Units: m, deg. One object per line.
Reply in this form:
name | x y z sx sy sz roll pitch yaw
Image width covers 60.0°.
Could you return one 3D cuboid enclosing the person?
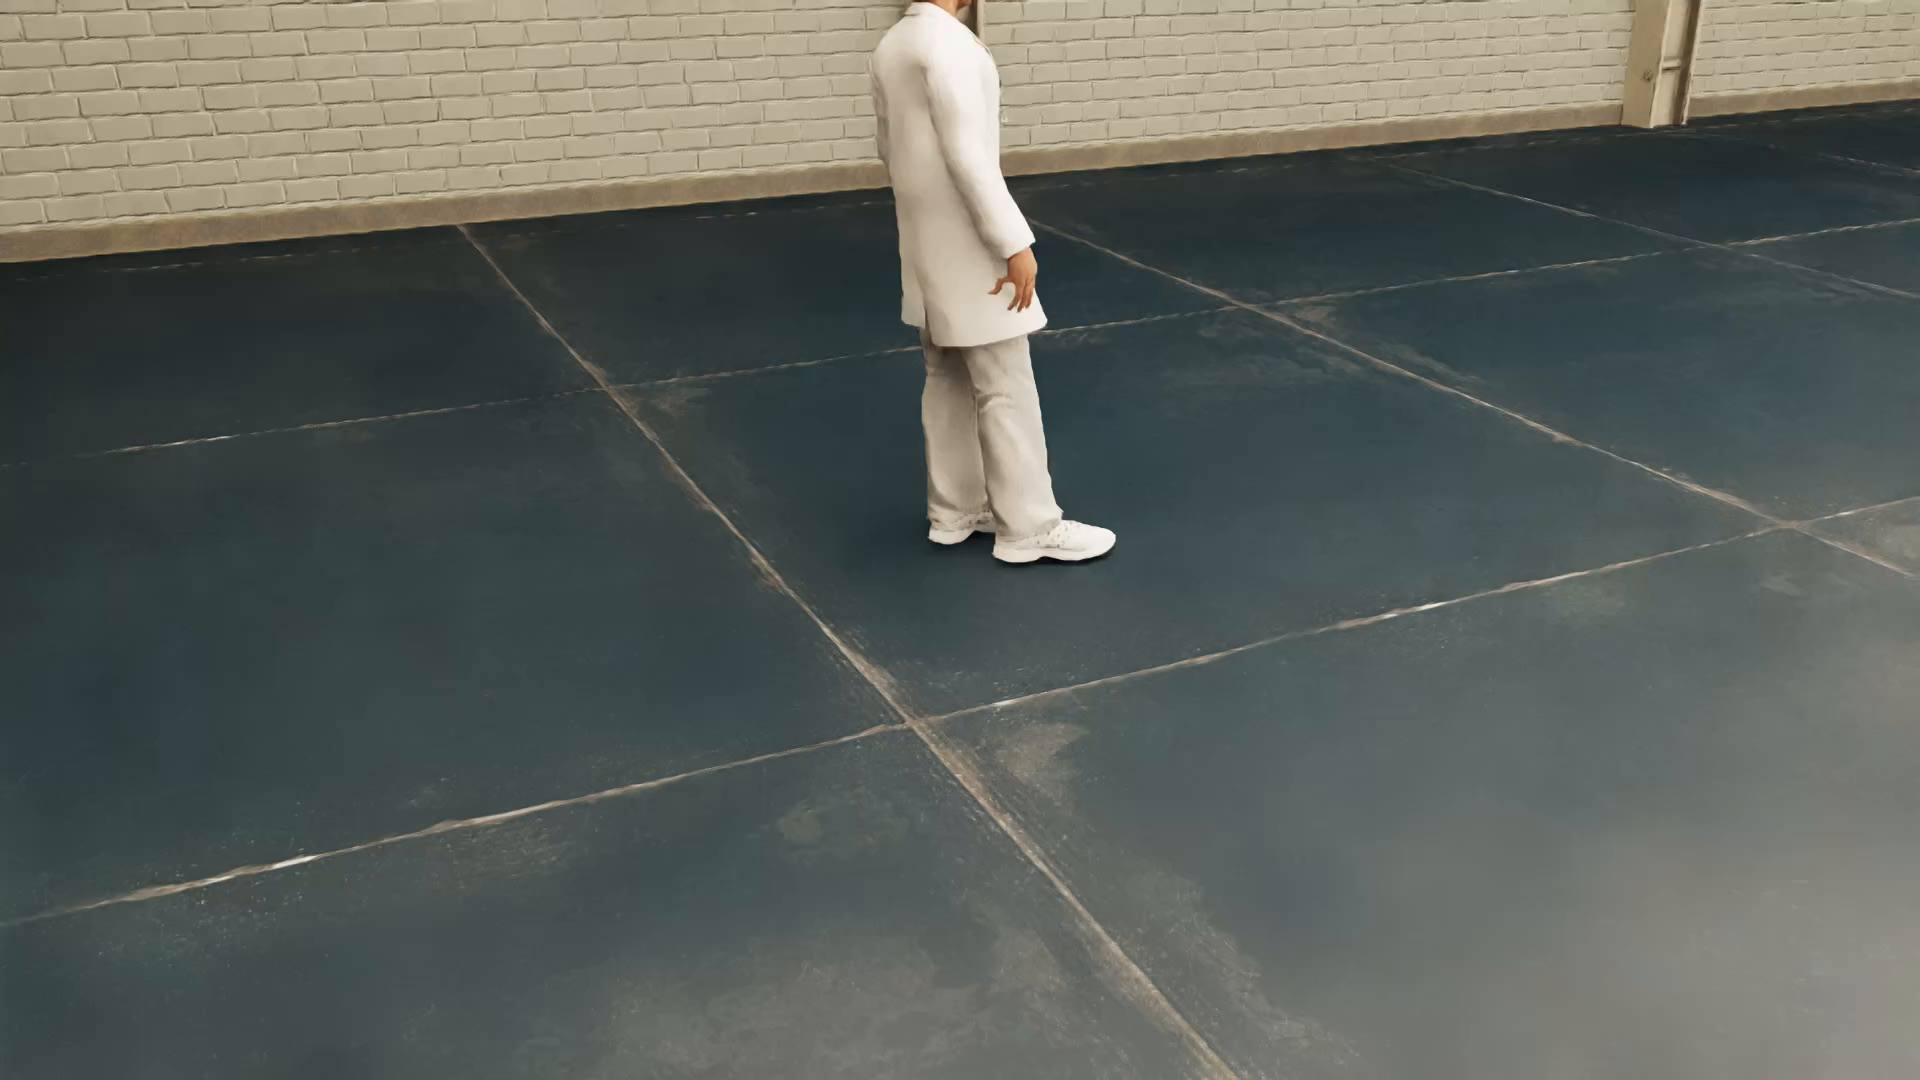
person | 0.084 -0.841 4.795 0.579 1.776 0.694 -10 25 -23
